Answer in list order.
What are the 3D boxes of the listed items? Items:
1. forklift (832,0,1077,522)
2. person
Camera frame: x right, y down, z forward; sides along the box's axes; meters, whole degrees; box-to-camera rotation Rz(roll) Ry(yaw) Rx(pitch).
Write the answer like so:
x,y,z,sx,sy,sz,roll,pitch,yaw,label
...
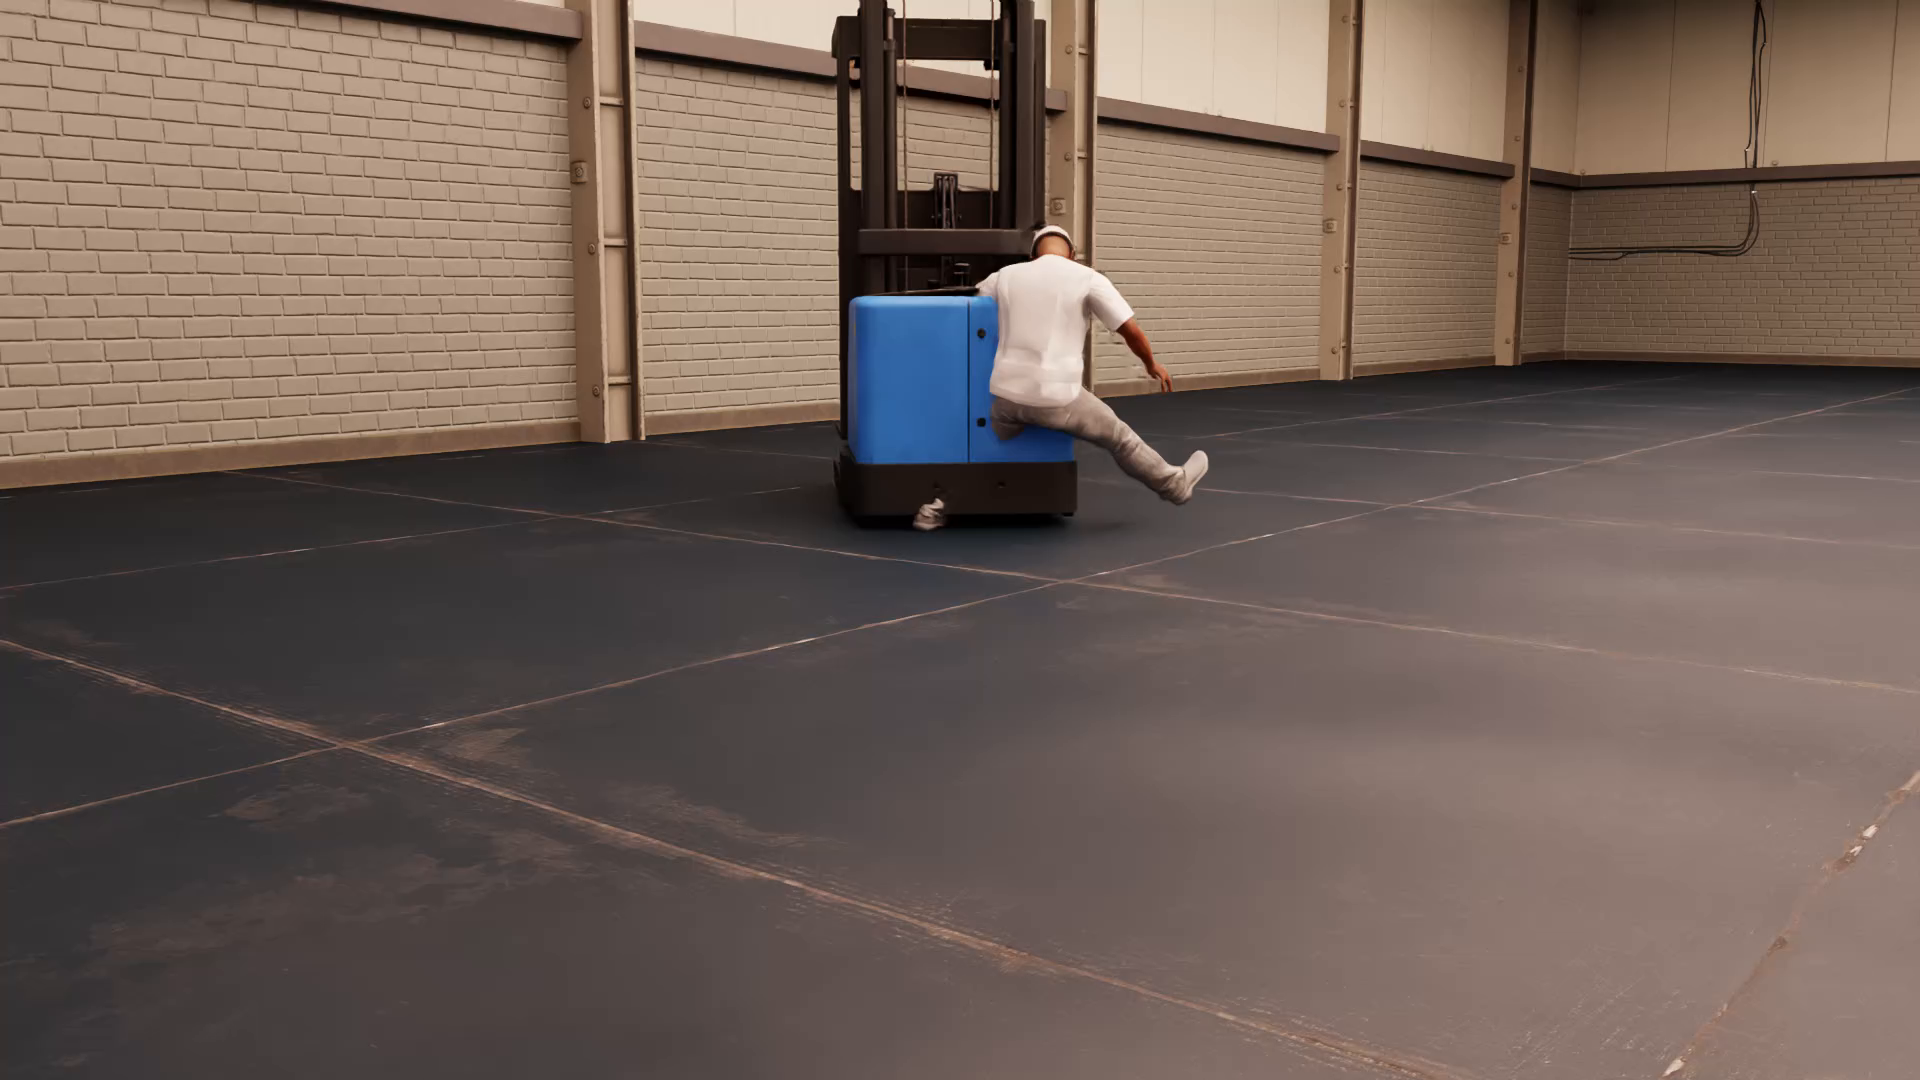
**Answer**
x,y,z,sx,sy,sz,roll,pitch,yaw,label
-0.125,-1.715,8.999,1.130,2.935,3.031,-1,8,-6,forklift
0.472,-0.761,7.824,1.082,1.415,1.121,5,10,32,person
